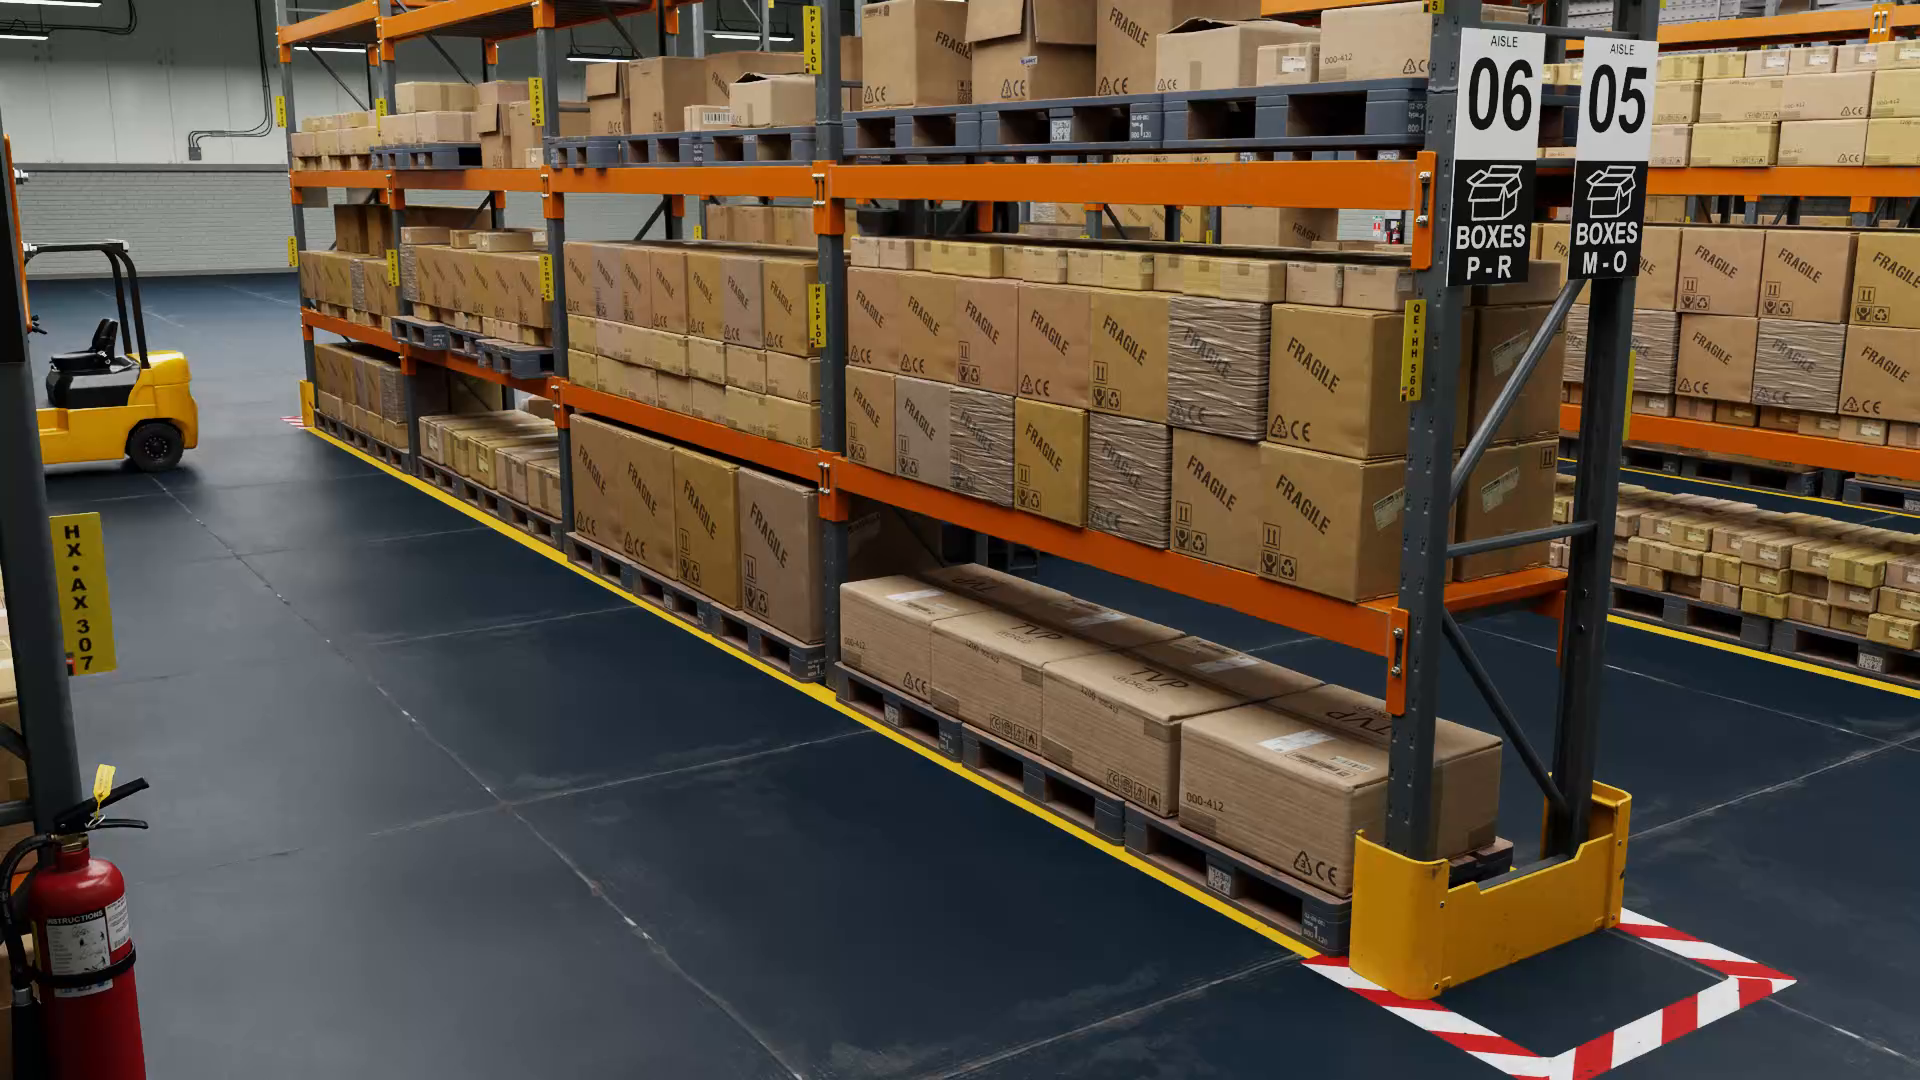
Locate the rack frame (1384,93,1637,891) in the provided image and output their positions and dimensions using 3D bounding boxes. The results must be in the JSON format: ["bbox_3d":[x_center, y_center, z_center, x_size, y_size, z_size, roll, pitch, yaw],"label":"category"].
[{"bbox_3d":[1.926,0.008,5.802,1.000,3.000,0.127,-8,15,-33],"label":"rack frame"}]

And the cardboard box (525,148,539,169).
[{"bbox_3d":[-3.000,-2.831,12.354,0.380,0.149,0.250,-8,15,-33],"label":"cardboard box"}]

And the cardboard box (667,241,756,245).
[{"bbox_3d":[-1.711,-1.800,11.499,0.500,0.500,0.500,-8,15,-32],"label":"cardboard box"}]

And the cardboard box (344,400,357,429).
[{"bbox_3d":[-6.133,-1.336,17.401,0.500,0.250,0.500,-7,14,-29],"label":"cardboard box"}]

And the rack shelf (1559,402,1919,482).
[{"bbox_3d":[4.883,-0.600,10.266,1.077,0.370,4.000,-8,15,-33],"label":"rack shelf"}]

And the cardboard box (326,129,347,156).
[{"bbox_3d":[-6.037,-3.980,16.676,0.500,0.250,0.500,-8,15,-32],"label":"cardboard box"}]

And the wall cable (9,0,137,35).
[{"bbox_3d":[-23.758,-14.824,44.384,3.097,2.526,0.112,-8,15,-33],"label":"wall cable"}]

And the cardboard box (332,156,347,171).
[{"bbox_3d":[-6.126,-3.811,16.834,0.380,0.149,0.250,-9,15,-34],"label":"cardboard box"}]

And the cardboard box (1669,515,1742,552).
[{"bbox_3d":[4.637,-0.043,10.335,0.380,0.149,0.250,-8,15,-32],"label":"cardboard box"}]

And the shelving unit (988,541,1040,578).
[{"bbox_3d":[0.362,-0.365,11.699,0.258,1.200,0.503,-4,14,-20],"label":"shelving unit"}]

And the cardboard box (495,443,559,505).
[{"bbox_3d":[-3.227,-0.568,13.604,0.950,0.372,0.625,-8,15,-34],"label":"cardboard box"}]

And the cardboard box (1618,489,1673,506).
[{"bbox_3d":[4.586,-0.238,11.226,0.380,0.149,0.250,-8,14,-31],"label":"cardboard box"}]

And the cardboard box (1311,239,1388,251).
[{"bbox_3d":[4.565,-3.257,19.509,0.797,0.503,0.637,-6,14,-27],"label":"cardboard box"}]

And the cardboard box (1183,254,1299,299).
[{"bbox_3d":[1.081,-1.014,6.383,0.380,0.149,0.250,-8,15,-31],"label":"cardboard box"}]

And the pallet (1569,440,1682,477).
[{"bbox_3d":[6.789,-0.859,16.296,1.003,0.211,1.213,-8,15,-33],"label":"pallet"}]

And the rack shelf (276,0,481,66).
[{"bbox_3d":[-5.831,-5.059,16.624,1.077,0.370,4.000,-8,15,-33],"label":"rack shelf"}]

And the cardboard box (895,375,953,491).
[{"bbox_3d":[0.027,-0.547,8.109,0.500,0.500,0.500,-8,15,-32],"label":"cardboard box"}]

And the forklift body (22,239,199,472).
[{"bbox_3d":[-8.500,-1.713,15.660,2.313,2.155,1.214,-8,15,-33],"label":"forklift body"}]

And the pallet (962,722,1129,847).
[{"bbox_3d":[0.746,1.021,7.699,1.003,0.211,1.213,-8,15,-33],"label":"pallet"}]

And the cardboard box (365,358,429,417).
[{"bbox_3d":[-5.557,-1.518,16.478,0.500,0.500,0.500,-8,15,-32],"label":"cardboard box"}]

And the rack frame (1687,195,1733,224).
[{"bbox_3d":[11.776,-4.471,26.283,1.000,3.000,0.127,-8,15,-33],"label":"rack frame"}]

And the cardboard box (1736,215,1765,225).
[{"bbox_3d":[14.538,-5.679,30.359,0.500,0.500,0.500,-8,14,-31],"label":"cardboard box"}]

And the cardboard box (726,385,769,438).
[{"bbox_3d":[-1.030,-0.770,9.714,0.500,0.250,0.500,-8,15,-34],"label":"cardboard box"}]

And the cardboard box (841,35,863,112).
[{"bbox_3d":[-0.537,-2.613,9.552,0.500,0.500,0.500,-8,15,-34],"label":"cardboard box"}]

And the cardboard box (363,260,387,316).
[{"bbox_3d":[-5.467,-2.460,16.160,0.500,0.500,0.500,-8,14,-31],"label":"cardboard box"}]

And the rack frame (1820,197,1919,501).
[{"bbox_3d":[7.960,-1.876,14.419,1.000,3.000,0.127,-8,15,-33],"label":"rack frame"}]

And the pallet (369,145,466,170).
[{"bbox_3d":[-4.469,-3.377,14.701,1.213,0.211,1.003,-8,15,-33],"label":"pallet"}]

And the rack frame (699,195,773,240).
[{"bbox_3d":[-2.874,-3.441,21.575,1.000,3.000,0.127,-8,15,-33],"label":"rack frame"}]

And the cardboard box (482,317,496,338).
[{"bbox_3d":[-3.567,-1.699,13.214,0.380,0.149,0.250,-8,15,-32],"label":"cardboard box"}]

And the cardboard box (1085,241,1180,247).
[{"bbox_3d":[0.801,-1.305,7.716,0.380,0.149,0.250,-8,15,-34],"label":"cardboard box"}]

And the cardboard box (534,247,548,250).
[{"bbox_3d":[-3.428,-2.196,13.971,0.500,0.500,0.500,-9,15,-35],"label":"cardboard box"}]

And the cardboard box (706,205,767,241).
[{"bbox_3d":[-2.701,-3.971,21.121,0.875,0.550,0.550,-8,15,-33],"label":"cardboard box"}]

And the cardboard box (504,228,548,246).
[{"bbox_3d":[-3.715,-2.620,14.387,0.380,0.149,0.250,-9,15,-35],"label":"cardboard box"}]

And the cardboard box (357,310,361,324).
[{"bbox_3d":[-5.837,-2.253,16.733,0.380,0.149,0.250,-8,15,-34],"label":"cardboard box"}]

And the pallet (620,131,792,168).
[{"bbox_3d":[-1.484,-2.481,10.605,1.003,0.211,1.213,-7,14,-30],"label":"pallet"}]

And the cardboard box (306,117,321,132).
[{"bbox_3d":[-6.595,-4.334,17.358,0.380,0.149,0.250,-8,15,-33],"label":"cardboard box"}]

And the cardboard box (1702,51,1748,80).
[{"bbox_3d":[4.578,-2.773,9.747,0.380,0.149,0.250,-9,15,-34],"label":"cardboard box"}]

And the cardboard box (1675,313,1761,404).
[{"bbox_3d":[4.690,-1.110,9.987,0.500,0.500,0.500,-7,14,-30],"label":"cardboard box"}]

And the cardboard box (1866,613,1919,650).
[{"bbox_3d":[5.299,0.489,9.292,0.380,0.149,0.250,-8,14,-31],"label":"cardboard box"}]

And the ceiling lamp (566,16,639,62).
[{"bbox_3d":[-9.931,-14.721,45.453,2.000,3.185,0.800,-8,15,-33],"label":"ceiling lamp"}]

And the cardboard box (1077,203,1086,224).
[{"bbox_3d":[1.938,-4.384,22.617,0.500,0.500,0.500,-8,15,-33],"label":"cardboard box"}]

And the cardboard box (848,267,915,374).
[{"bbox_3d":[-0.228,-1.127,8.419,0.500,0.500,0.500,-8,15,-32],"label":"cardboard box"}]

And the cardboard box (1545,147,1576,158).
[{"bbox_3d":[4.096,-2.497,10.590,0.500,0.250,0.500,-8,15,-34],"label":"cardboard box"}]

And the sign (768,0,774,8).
[{"bbox_3d":[-2.415,-6.928,21.108,0.100,0.325,0.005,-8,15,-33],"label":"sign"}]

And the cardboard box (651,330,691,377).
[{"bbox_3d":[-1.610,-1.192,10.472,0.500,0.250,0.500,-8,15,-32],"label":"cardboard box"}]

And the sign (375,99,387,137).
[{"bbox_3d":[-5.170,-3.778,14.885,0.100,0.325,0.005,-8,15,-33],"label":"sign"}]

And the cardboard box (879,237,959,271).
[{"bbox_3d":[-0.176,-1.427,8.271,0.380,0.149,0.250,-8,15,-32],"label":"cardboard box"}]

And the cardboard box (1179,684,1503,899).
[{"bbox_3d":[1.477,0.949,6.513,0.875,0.438,0.875,-9,15,-35],"label":"cardboard box"}]

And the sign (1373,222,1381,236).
[{"bbox_3d":[9.907,-7.386,39.531,0.001,0.329,0.234,-8,15,-33],"label":"sign"}]

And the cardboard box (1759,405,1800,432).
[{"bbox_3d":[4.934,-0.737,9.797,0.380,0.149,0.250,-9,15,-35],"label":"cardboard box"}]

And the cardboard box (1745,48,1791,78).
[{"bbox_3d":[4.728,-2.727,9.537,0.380,0.149,0.250,-9,15,-34],"label":"cardboard box"}]

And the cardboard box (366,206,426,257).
[{"bbox_3d":[-5.671,-3.180,17.112,0.700,0.500,0.500,-8,15,-33],"label":"cardboard box"}]

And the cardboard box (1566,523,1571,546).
[{"bbox_3d":[4.236,-0.040,11.019,0.380,0.149,0.250,-9,15,-36],"label":"cardboard box"}]

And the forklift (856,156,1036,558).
[{"bbox_3d":[-0.174,-1.571,13.184,1.130,2.935,3.031,-4,13,-18],"label":"forklift"}]

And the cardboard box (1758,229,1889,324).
[{"bbox_3d":[4.954,-1.511,9.481,0.500,0.500,0.500,-7,14,-30],"label":"cardboard box"}]

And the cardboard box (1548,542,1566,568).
[{"bbox_3d":[4.037,0.069,11.215,0.380,0.149,0.250,-8,15,-33],"label":"cardboard box"}]
